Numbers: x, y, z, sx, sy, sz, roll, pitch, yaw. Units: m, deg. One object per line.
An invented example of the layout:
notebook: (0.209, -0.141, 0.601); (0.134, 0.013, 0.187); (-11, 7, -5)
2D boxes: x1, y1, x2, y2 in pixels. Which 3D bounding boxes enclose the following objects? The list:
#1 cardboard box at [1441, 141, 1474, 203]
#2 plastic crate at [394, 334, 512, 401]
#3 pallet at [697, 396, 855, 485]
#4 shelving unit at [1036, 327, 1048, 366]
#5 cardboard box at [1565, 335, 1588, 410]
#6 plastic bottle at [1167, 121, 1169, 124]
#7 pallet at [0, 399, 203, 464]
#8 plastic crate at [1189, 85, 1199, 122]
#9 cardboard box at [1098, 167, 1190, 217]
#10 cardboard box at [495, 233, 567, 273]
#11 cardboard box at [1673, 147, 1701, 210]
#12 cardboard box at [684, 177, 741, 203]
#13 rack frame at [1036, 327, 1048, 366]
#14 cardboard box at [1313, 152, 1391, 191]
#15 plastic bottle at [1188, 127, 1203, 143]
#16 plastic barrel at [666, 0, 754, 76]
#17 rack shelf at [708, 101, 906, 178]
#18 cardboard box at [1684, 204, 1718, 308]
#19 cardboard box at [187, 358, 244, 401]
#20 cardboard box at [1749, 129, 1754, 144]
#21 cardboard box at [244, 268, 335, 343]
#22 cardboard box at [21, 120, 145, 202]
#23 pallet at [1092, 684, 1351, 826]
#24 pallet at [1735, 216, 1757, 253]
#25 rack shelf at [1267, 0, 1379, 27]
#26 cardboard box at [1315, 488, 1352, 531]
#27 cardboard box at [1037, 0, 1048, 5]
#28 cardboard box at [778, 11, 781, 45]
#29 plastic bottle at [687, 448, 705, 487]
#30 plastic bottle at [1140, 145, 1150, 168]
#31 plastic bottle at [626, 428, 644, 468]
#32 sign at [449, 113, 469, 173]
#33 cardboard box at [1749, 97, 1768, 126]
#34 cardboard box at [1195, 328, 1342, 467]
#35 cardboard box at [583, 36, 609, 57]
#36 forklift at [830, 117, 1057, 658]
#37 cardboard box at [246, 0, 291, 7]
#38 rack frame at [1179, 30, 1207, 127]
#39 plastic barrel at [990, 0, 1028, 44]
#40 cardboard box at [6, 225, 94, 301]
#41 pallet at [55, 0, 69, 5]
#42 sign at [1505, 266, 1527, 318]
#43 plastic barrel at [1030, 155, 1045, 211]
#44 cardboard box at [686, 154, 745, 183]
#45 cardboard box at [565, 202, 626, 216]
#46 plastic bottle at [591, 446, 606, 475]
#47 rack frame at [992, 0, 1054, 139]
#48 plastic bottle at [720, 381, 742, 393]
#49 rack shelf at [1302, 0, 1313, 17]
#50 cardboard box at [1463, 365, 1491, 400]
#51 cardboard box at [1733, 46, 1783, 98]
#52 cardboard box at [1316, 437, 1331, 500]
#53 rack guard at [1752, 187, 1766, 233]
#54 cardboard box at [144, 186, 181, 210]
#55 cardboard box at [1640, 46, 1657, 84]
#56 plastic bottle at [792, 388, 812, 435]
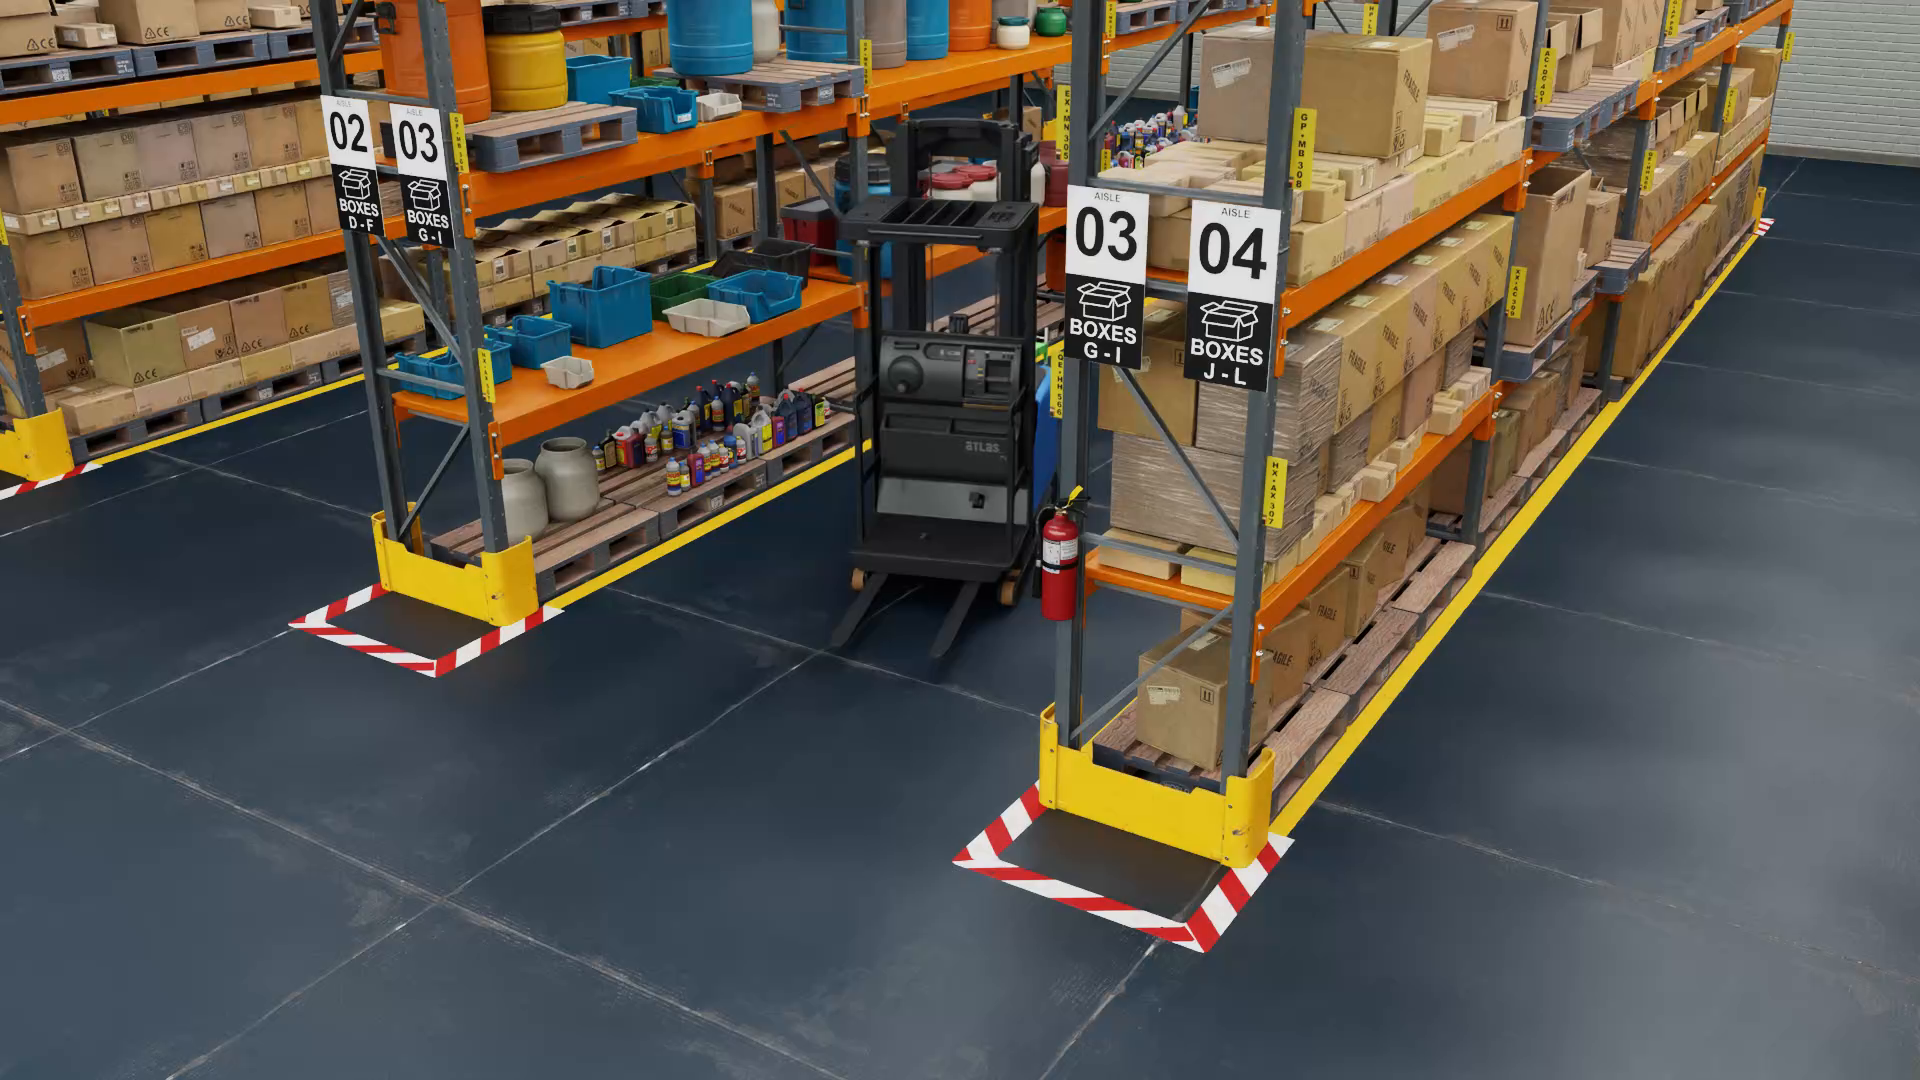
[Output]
cardboard box: (2.474, -2.029, 9.075); (0.500, 0.250, 0.500); (14, 27, 29)
plastic crate: (-3.267, -1.129, 10.769); (0.499, 0.251, 0.616); (14, 27, 29)
pallet: (-1.557, -0.818, 13.373); (1.003, 0.211, 1.213); (14, 27, 29)
shelving unit: (0.418, -0.973, 12.487); (0.258, 1.200, 0.503); (15, 27, 30)
cardboard box: (4.815, -1.452, 13.921); (0.700, 0.500, 0.500); (12, 26, 26)
plastic bottle: (2.381, -4.802, 19.317); (0.097, 0.201, 0.097); (0, 23, 0)
pallet: (-7.115, -0.992, 13.775); (1.003, 0.211, 1.213); (14, 27, 29)
plastic crate: (3.010, -5.265, 20.080); (0.392, 0.384, 0.575); (14, 27, 29)
cardboard box: (0.812, -1.577, 7.529); (0.380, 0.149, 0.250); (14, 27, 29)
cardboard box: (-4.403, -2.973, 17.068); (0.500, 0.311, 0.500); (13, 27, 27)
cardboard box: (6.710, -3.465, 15.852); (0.500, 0.500, 0.500); (14, 27, 28)
cardboard box: (-2.969, -4.124, 20.094); (0.500, 0.500, 0.500); (15, 28, 31)
rack frame: (0.553, -1.054, 12.674); (0.240, 1.200, 0.015); (15, 27, 30)
cardboard box: (1.856, -1.799, 8.041); (0.380, 0.149, 0.250); (14, 27, 29)
plastic bottle: (2.590, -4.419, 18.338); (0.152, 0.276, 0.135); (14, 27, 29)
plastic barrel: (-1.783, -3.801, 11.820); (0.600, 0.901, 0.708); (14, 27, 29)
rack shelf: (-2.208, -5.050, 20.544); (1.077, 0.370, 4.000); (14, 27, 29)
cardboard box: (6.940, -2.975, 16.992); (1.225, 0.875, 0.875); (14, 27, 29)
cardboard box: (-6.486, -1.408, 14.159); (0.500, 0.250, 0.500); (14, 27, 29)
cardboard box: (8.789, -4.590, 18.894); (0.380, 0.149, 0.250); (14, 27, 29)
cardboard box: (-5.966, -2.091, 14.794); (0.500, 0.500, 0.500); (14, 27, 29)
cardboard box: (-6.925, -2.997, 13.139); (0.700, 0.500, 0.500); (13, 27, 28)
pallet: (1.430, 1.060, 9.036); (1.003, 0.211, 1.213); (14, 27, 29)
pallet: (9.016, -3.762, 20.173); (1.003, 0.211, 1.213); (14, 27, 29)
rack shelf: (4.108, -6.737, 20.666); (1.077, 0.370, 4.000); (14, 27, 29)
cardboard box: (1.829, -0.192, 8.733); (0.380, 0.149, 0.250); (14, 27, 29)
cardboard box: (0.956, -7.702, 24.380); (0.500, 0.500, 0.500); (14, 27, 29)
cardboard box: (-3.514, -8.405, 27.012); (0.980, 0.700, 0.700); (15, 28, 31)
plastic bottle: (-1.921, -0.540, 12.087); (0.061, 0.283, 0.133); (14, 27, 30)
plastic bottle: (1.921, -3.960, 17.268); (0.061, 0.283, 0.133); (14, 27, 29)
plastic bottle: (-2.434, -0.690, 12.433); (0.061, 0.283, 0.133); (14, 27, 29)
sign: (-2.812, -2.229, 9.337); (0.100, 0.325, 0.005); (14, 27, 29)
cardboard box: (9.073, -5.005, 19.350); (0.500, 0.250, 0.500); (13, 27, 28)
cardboard box: (1.453, -0.697, 7.826); (0.500, 0.500, 0.500); (14, 27, 29)
cardboard box: (-5.393, -7.075, 23.791); (0.500, 0.500, 0.500); (13, 27, 28)
forklift: (-0.107, -1.080, 10.555); (1.130, 2.935, 3.031); (5, 24, 11)
cardboard box: (-6.148, -4.650, 14.348); (0.500, 0.311, 0.500); (12, 26, 26)
rack frame: (3.053, -5.015, 19.560); (1.000, 3.000, 0.127); (14, 27, 29)
plastic barrel: (0.326, -5.040, 15.211); (0.600, 0.901, 0.600); (0, 23, 0)
cardboard box: (-7.226, -2.205, 12.943); (0.700, 0.500, 0.500); (14, 27, 29)
pallet: (-9.167, -5.868, 17.990); (1.213, 0.211, 1.003); (14, 27, 29)
sign: (3.506, -1.564, 10.496); (0.100, 0.325, 0.005); (14, 27, 29)
plastic barrel: (0.582, -3.325, 15.514); (0.421, 0.512, 0.421); (0, 23, 0)
cardboard box: (-2.943, -4.488, 19.991); (0.500, 0.250, 0.500); (15, 28, 31)
cardboard box: (-4.059, -3.599, 18.514); (0.500, 0.311, 0.500); (13, 27, 28)
plastic bottle: (-2.680, -0.595, 12.317); (0.097, 0.201, 0.097); (0, 23, 0)
rack frame: (0.957, -7.405, 25.079); (1.000, 3.000, 0.127); (14, 27, 29)
plastic bottle: (-1.855, -1.137, 13.475); (0.152, 0.276, 0.135); (15, 28, 31)
rack shelf: (1.986, -3.024, 8.318); (1.077, 0.370, 4.000); (14, 27, 29)
cardboard box: (3.177, -1.028, 10.665); (0.380, 0.149, 0.250); (14, 27, 29)
cardboard box: (9.337, -5.520, 19.595); (0.500, 0.500, 0.500); (14, 27, 30)
cardboard box: (1.406, -0.484, 8.591); (0.875, 0.500, 0.500); (14, 27, 29)
rack guard: (9.384, -4.189, 20.796); (1.175, 0.500, 0.348); (14, 27, 29)
cardboard box: (-6.550, -2.784, 13.463); (0.380, 0.149, 0.250); (13, 27, 27)
cardboard box: (5.109, -3.723, 12.988); (0.500, 0.250, 0.500); (14, 27, 29)
plastic bottle: (-1.262, -1.024, 13.120); (0.144, 0.351, 0.185); (13, 27, 28)
